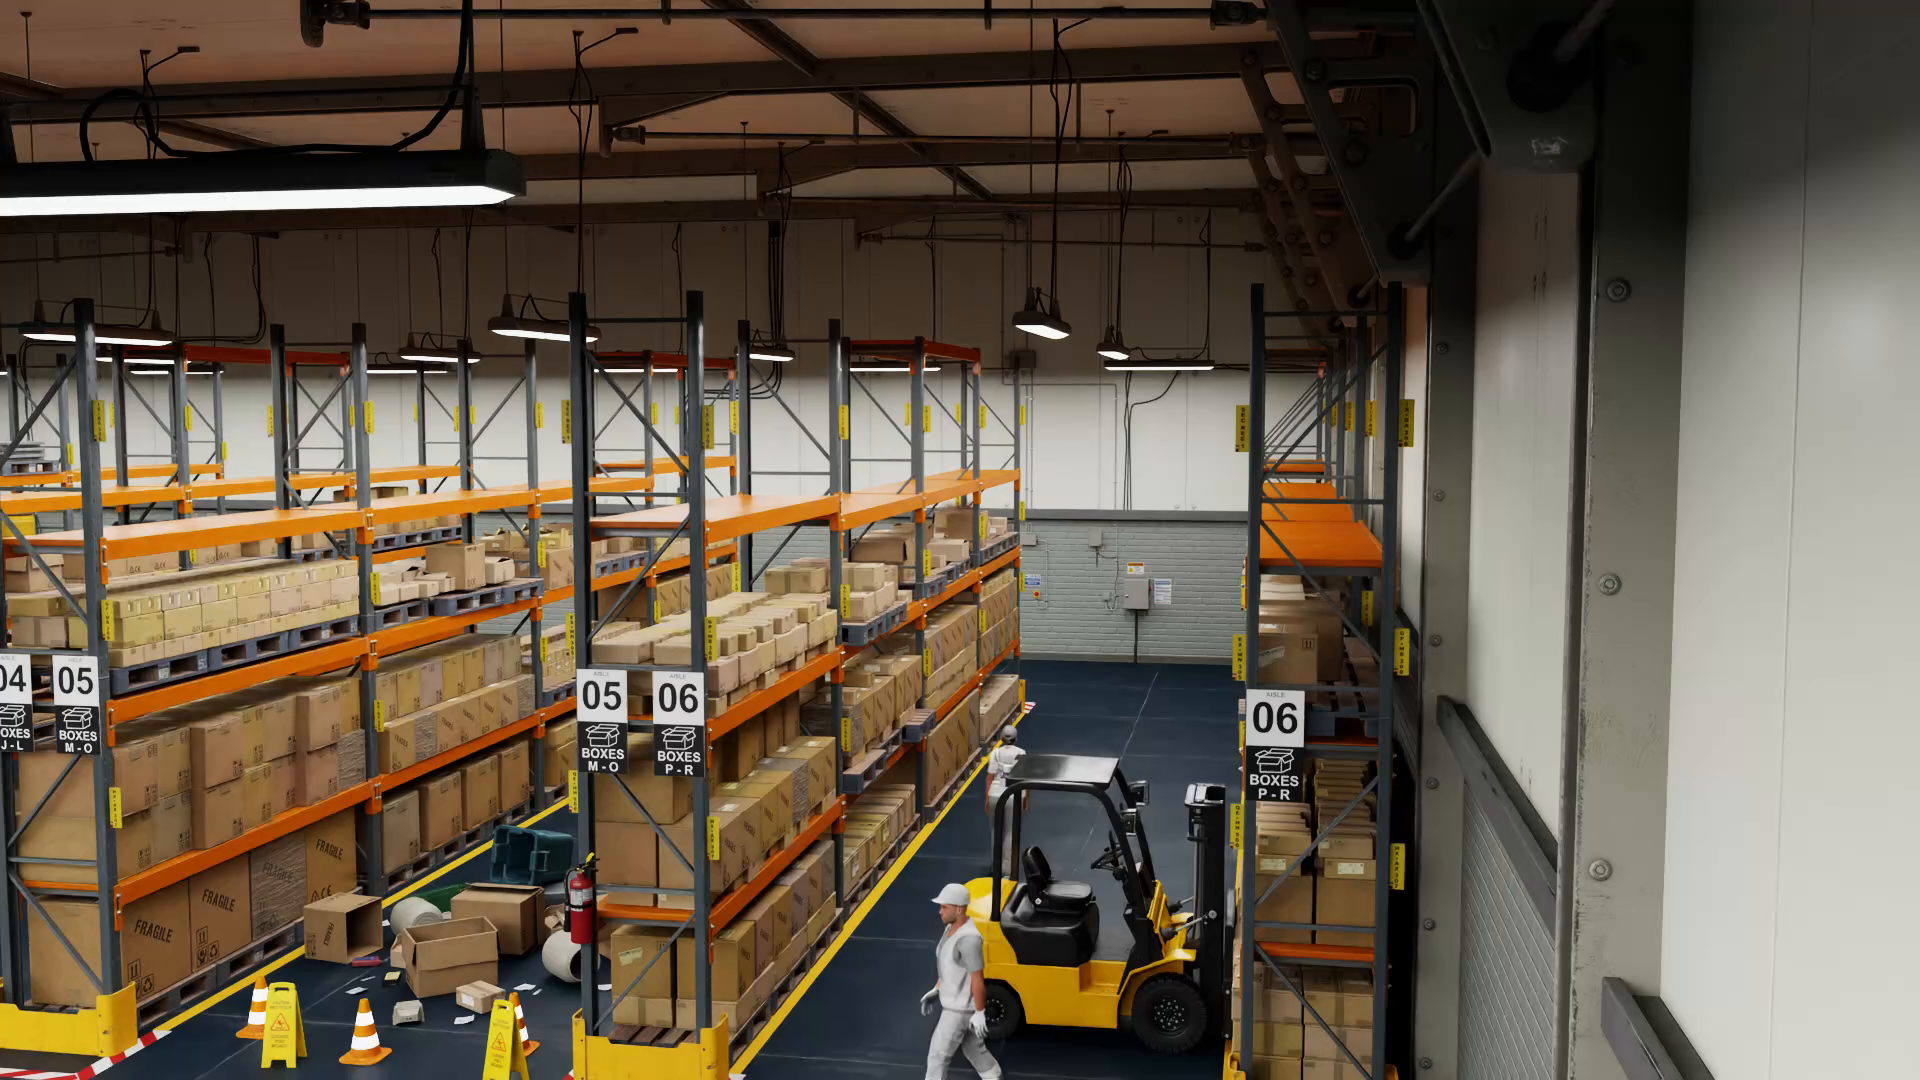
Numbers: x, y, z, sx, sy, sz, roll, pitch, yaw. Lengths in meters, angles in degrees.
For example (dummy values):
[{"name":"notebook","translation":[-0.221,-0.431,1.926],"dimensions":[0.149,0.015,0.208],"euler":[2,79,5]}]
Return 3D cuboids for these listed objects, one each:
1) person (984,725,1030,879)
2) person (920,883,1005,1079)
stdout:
[{"name":"person","translation":[0.523,2.901,18.298],"dimensions":[0.507,1.706,0.595],"euler":[1,5,7]},{"name":"person","translation":[-0.064,3.330,11.919],"dimensions":[0.919,1.759,0.524],"euler":[-1,5,-7]}]
